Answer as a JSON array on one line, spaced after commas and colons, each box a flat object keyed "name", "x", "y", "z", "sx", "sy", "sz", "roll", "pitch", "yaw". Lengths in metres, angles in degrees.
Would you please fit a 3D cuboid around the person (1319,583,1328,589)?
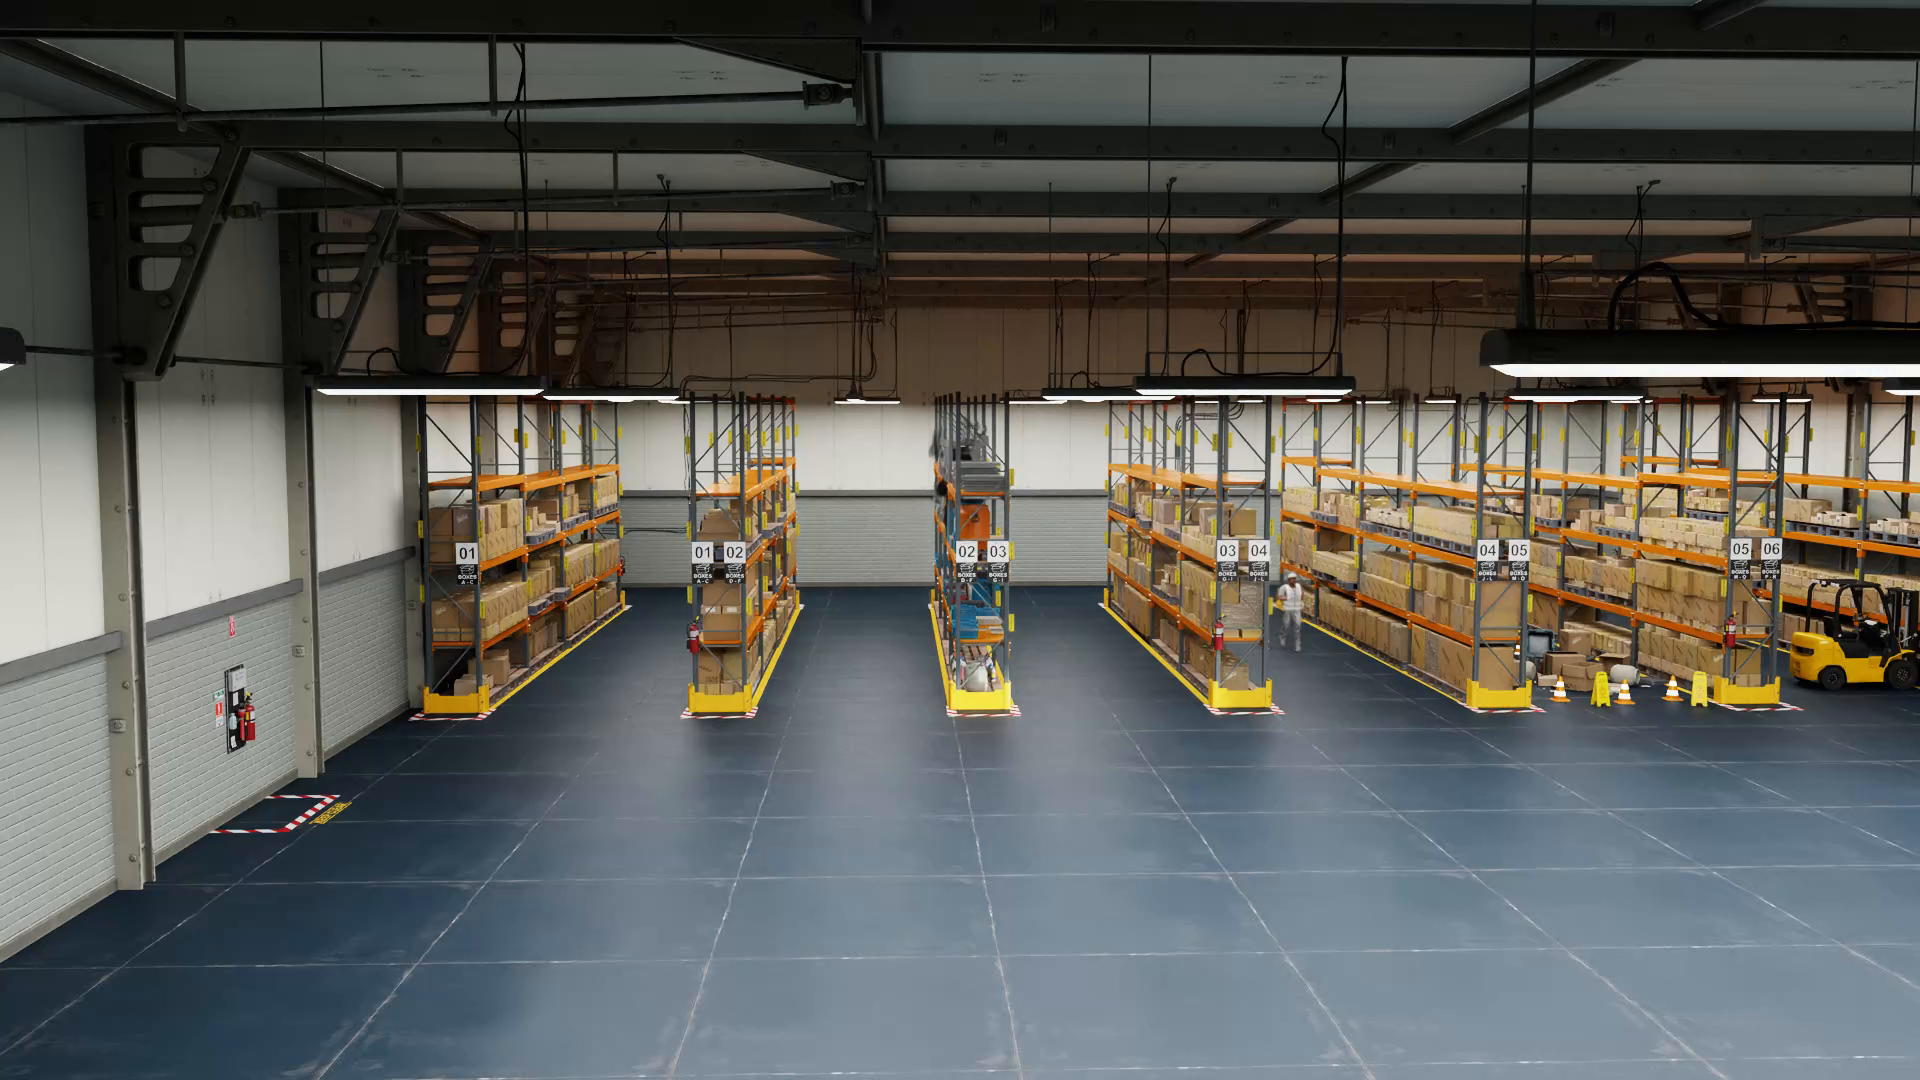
[{"name": "person", "x": 10.529, "y": 0.987, "z": 48.902, "sx": 0.752, "sy": 1.676, "sz": 0.886, "roll": -4, "pitch": 6, "yaw": -39}]

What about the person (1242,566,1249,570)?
[{"name": "person", "x": 7.935, "y": 1.202, "z": 46.560, "sx": 0.589, "sy": 1.581, "sz": 0.847, "roll": 0, "pitch": 5, "yaw": 3}]

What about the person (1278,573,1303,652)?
[{"name": "person", "x": 7.797, "y": 1.670, "z": 39.182, "sx": 0.704, "sy": 1.814, "sz": 0.906, "roll": -1, "pitch": 5, "yaw": -9}]
